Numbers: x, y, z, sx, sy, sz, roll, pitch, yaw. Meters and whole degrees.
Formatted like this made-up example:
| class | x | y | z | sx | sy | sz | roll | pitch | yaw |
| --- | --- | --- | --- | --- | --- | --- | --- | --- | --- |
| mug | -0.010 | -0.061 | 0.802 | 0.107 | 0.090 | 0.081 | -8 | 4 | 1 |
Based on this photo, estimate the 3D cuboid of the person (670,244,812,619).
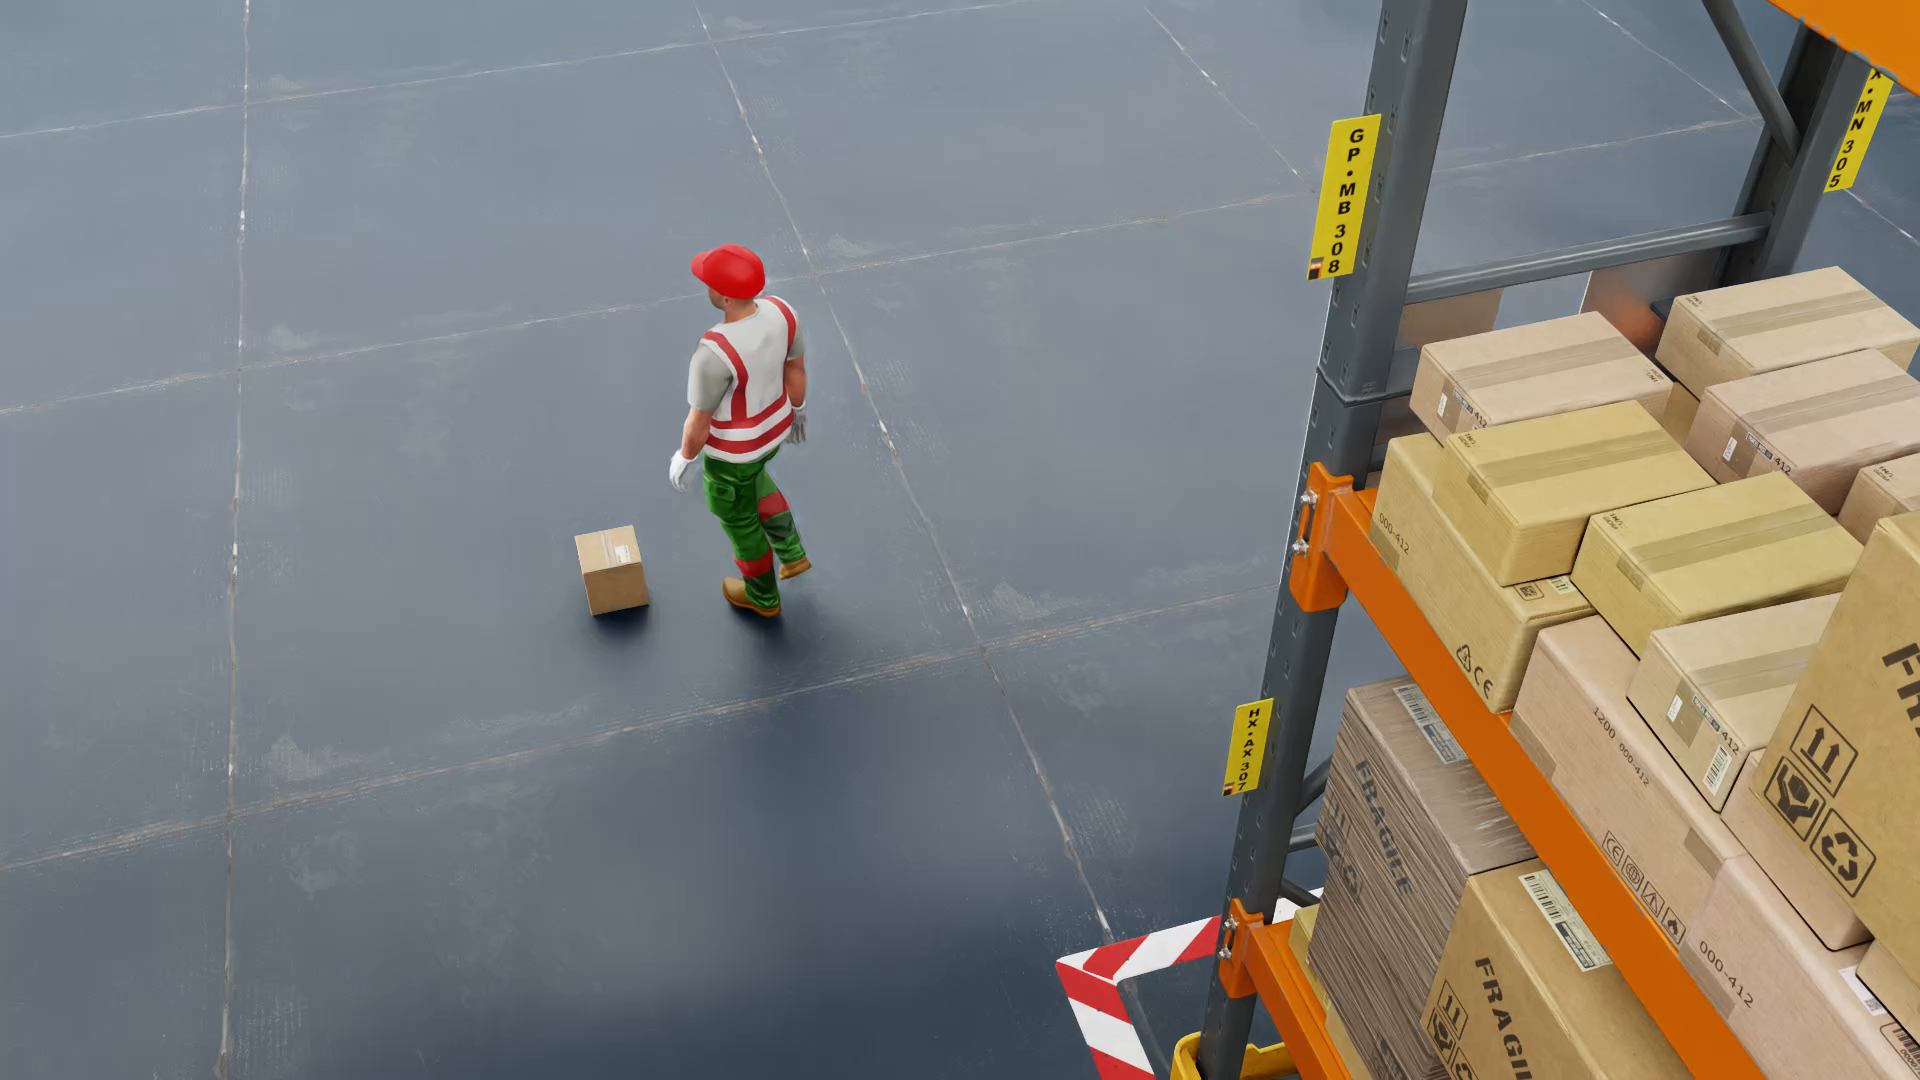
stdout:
| class | x | y | z | sx | sy | sz | roll | pitch | yaw |
| --- | --- | --- | --- | --- | --- | --- | --- | --- | --- |
| person | -0.879 | -0.420 | 6.572 | 0.452 | 1.781 | 0.599 | 26 | 48 | 26 |
